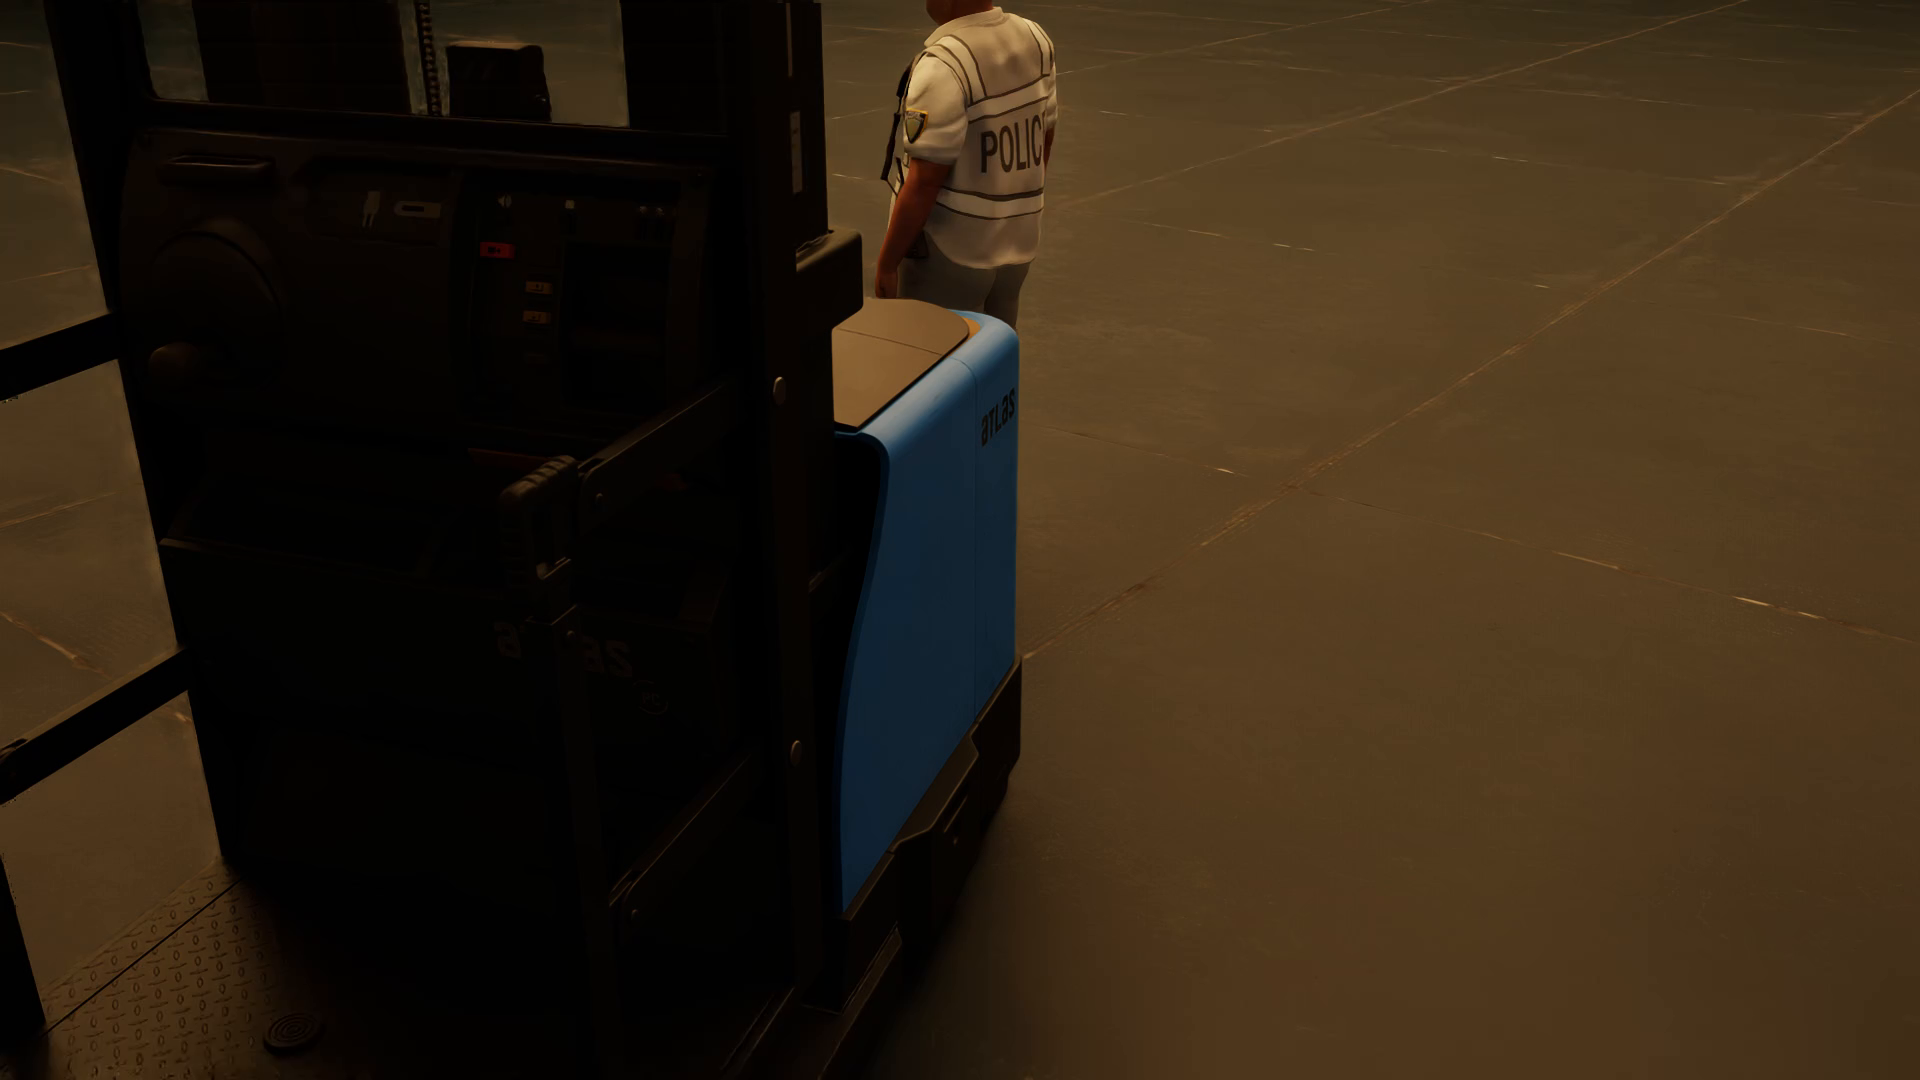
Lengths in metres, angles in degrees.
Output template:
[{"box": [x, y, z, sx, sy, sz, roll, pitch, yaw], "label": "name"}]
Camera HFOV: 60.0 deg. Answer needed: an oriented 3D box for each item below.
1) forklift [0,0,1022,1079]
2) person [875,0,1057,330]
[{"box": [-0.827, -0.328, 2.087, 1.130, 2.935, 3.031, 8, 25, 17], "label": "forklift"}, {"box": [-0.054, -0.847, 4.709, 0.575, 1.780, 0.640, 17, 29, 34], "label": "person"}]
